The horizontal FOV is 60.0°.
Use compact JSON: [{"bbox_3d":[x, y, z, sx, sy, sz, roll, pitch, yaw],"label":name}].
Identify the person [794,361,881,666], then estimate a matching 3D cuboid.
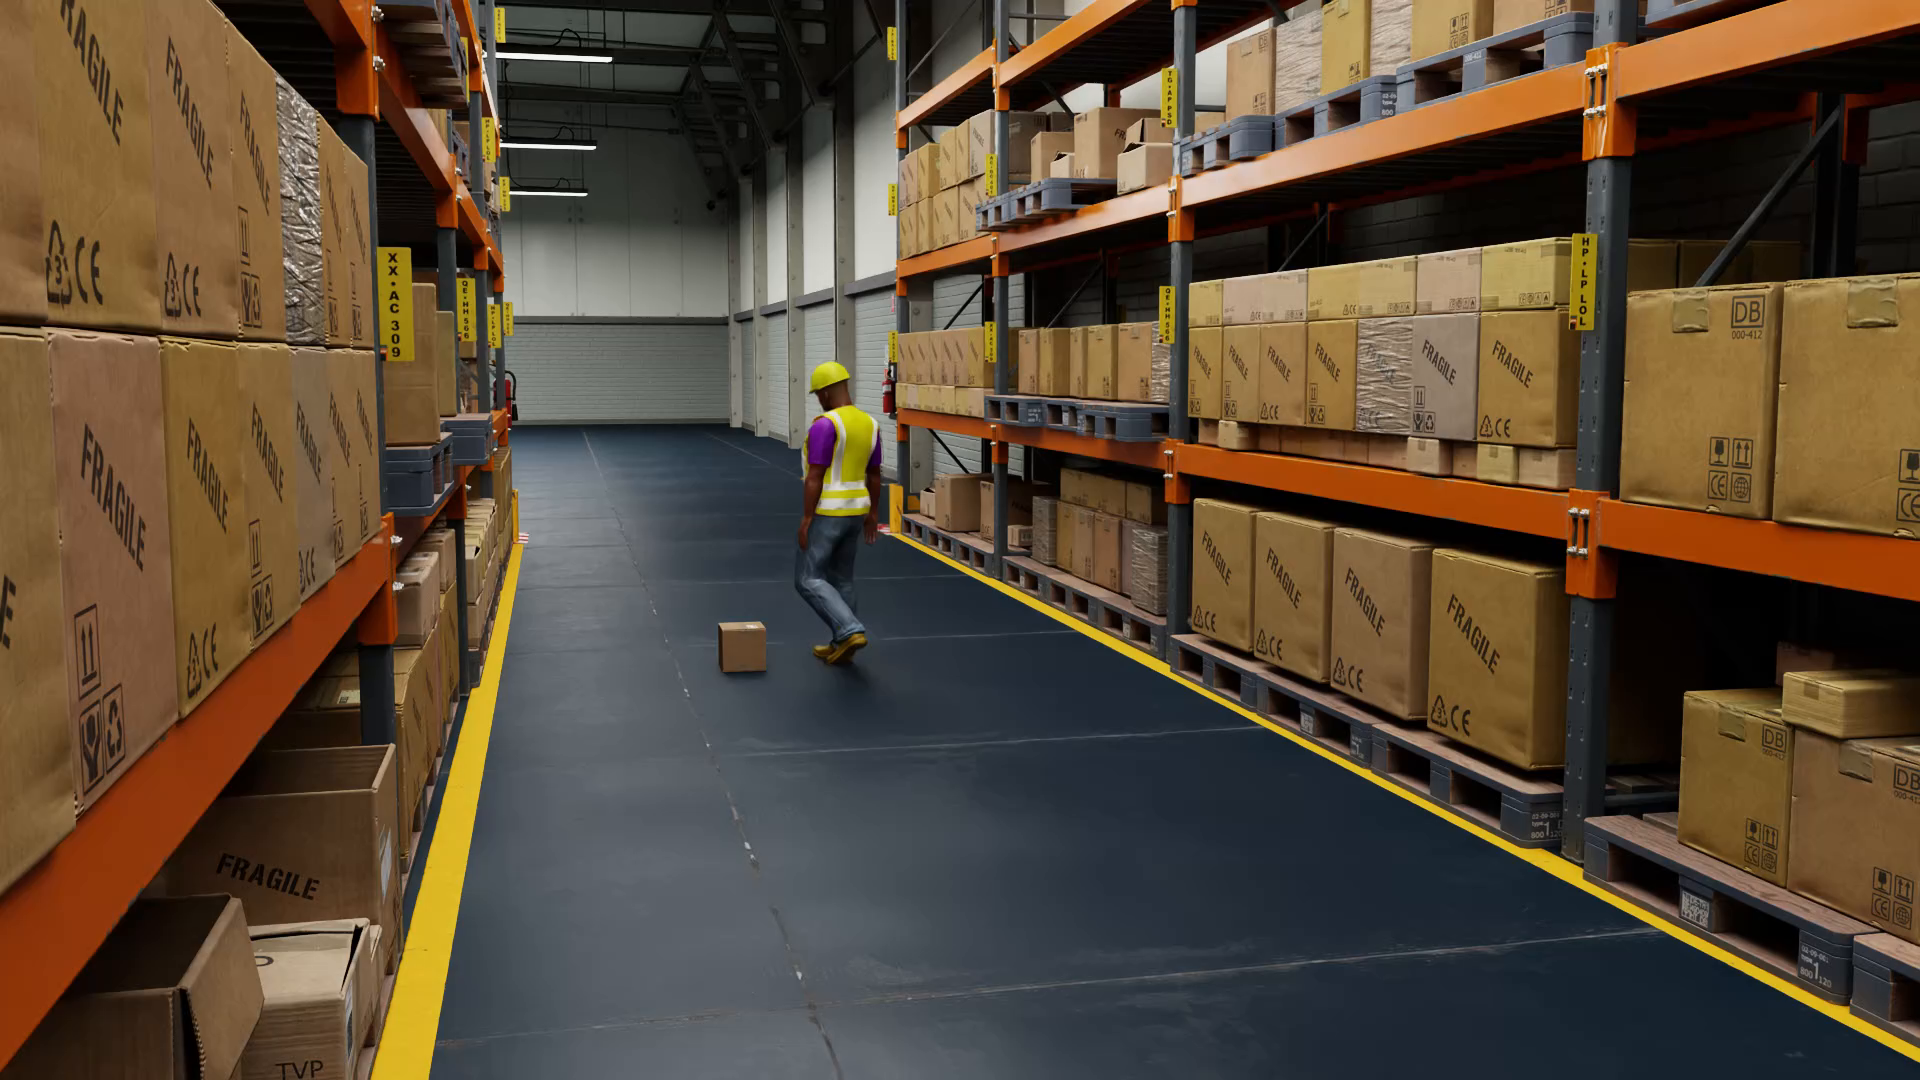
[{"bbox_3d":[-0.715,-0.140,9.555,0.640,1.761,0.655,4,7,32],"label":"person"}]
